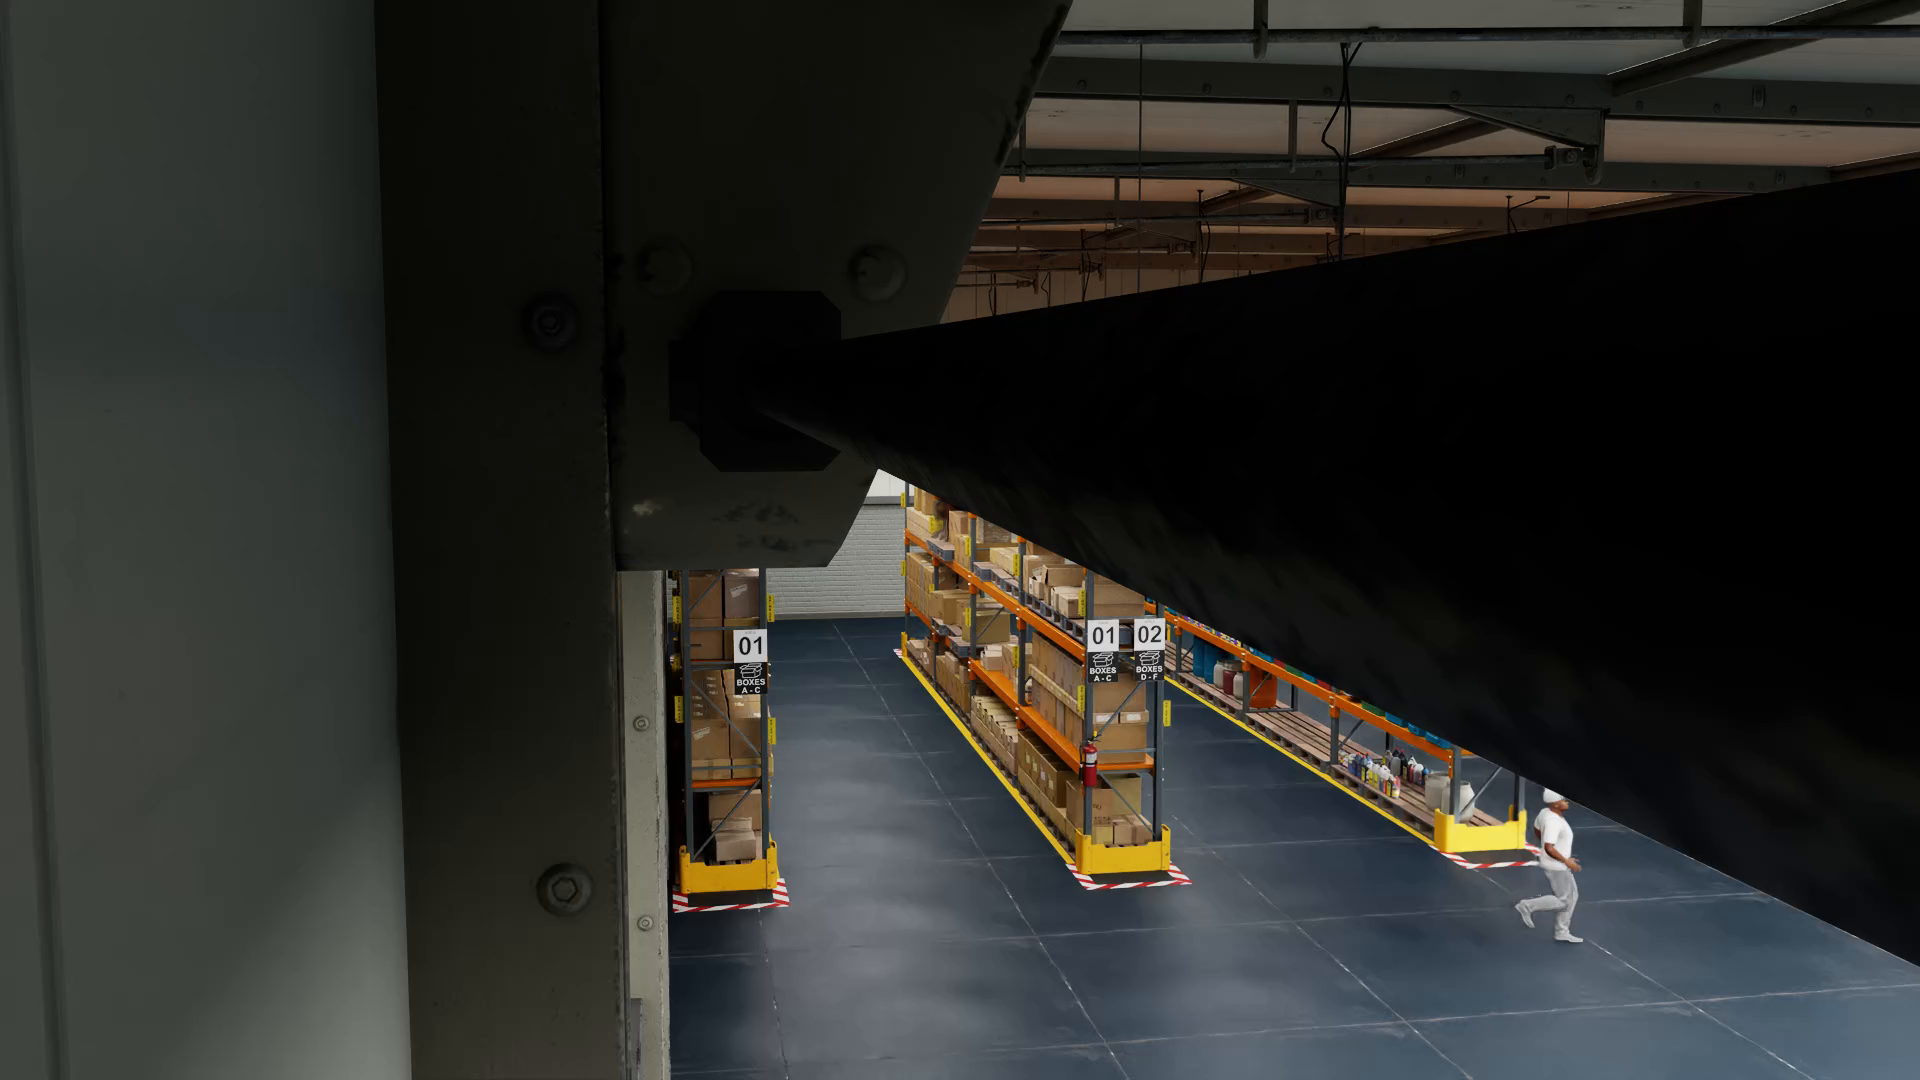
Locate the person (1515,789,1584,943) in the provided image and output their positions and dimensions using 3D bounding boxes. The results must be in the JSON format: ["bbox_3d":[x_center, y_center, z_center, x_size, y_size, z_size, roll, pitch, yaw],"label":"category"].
[{"bbox_3d":[6.529,3.580,18.371,0.739,1.739,0.707,2,6,14],"label":"person"}]
